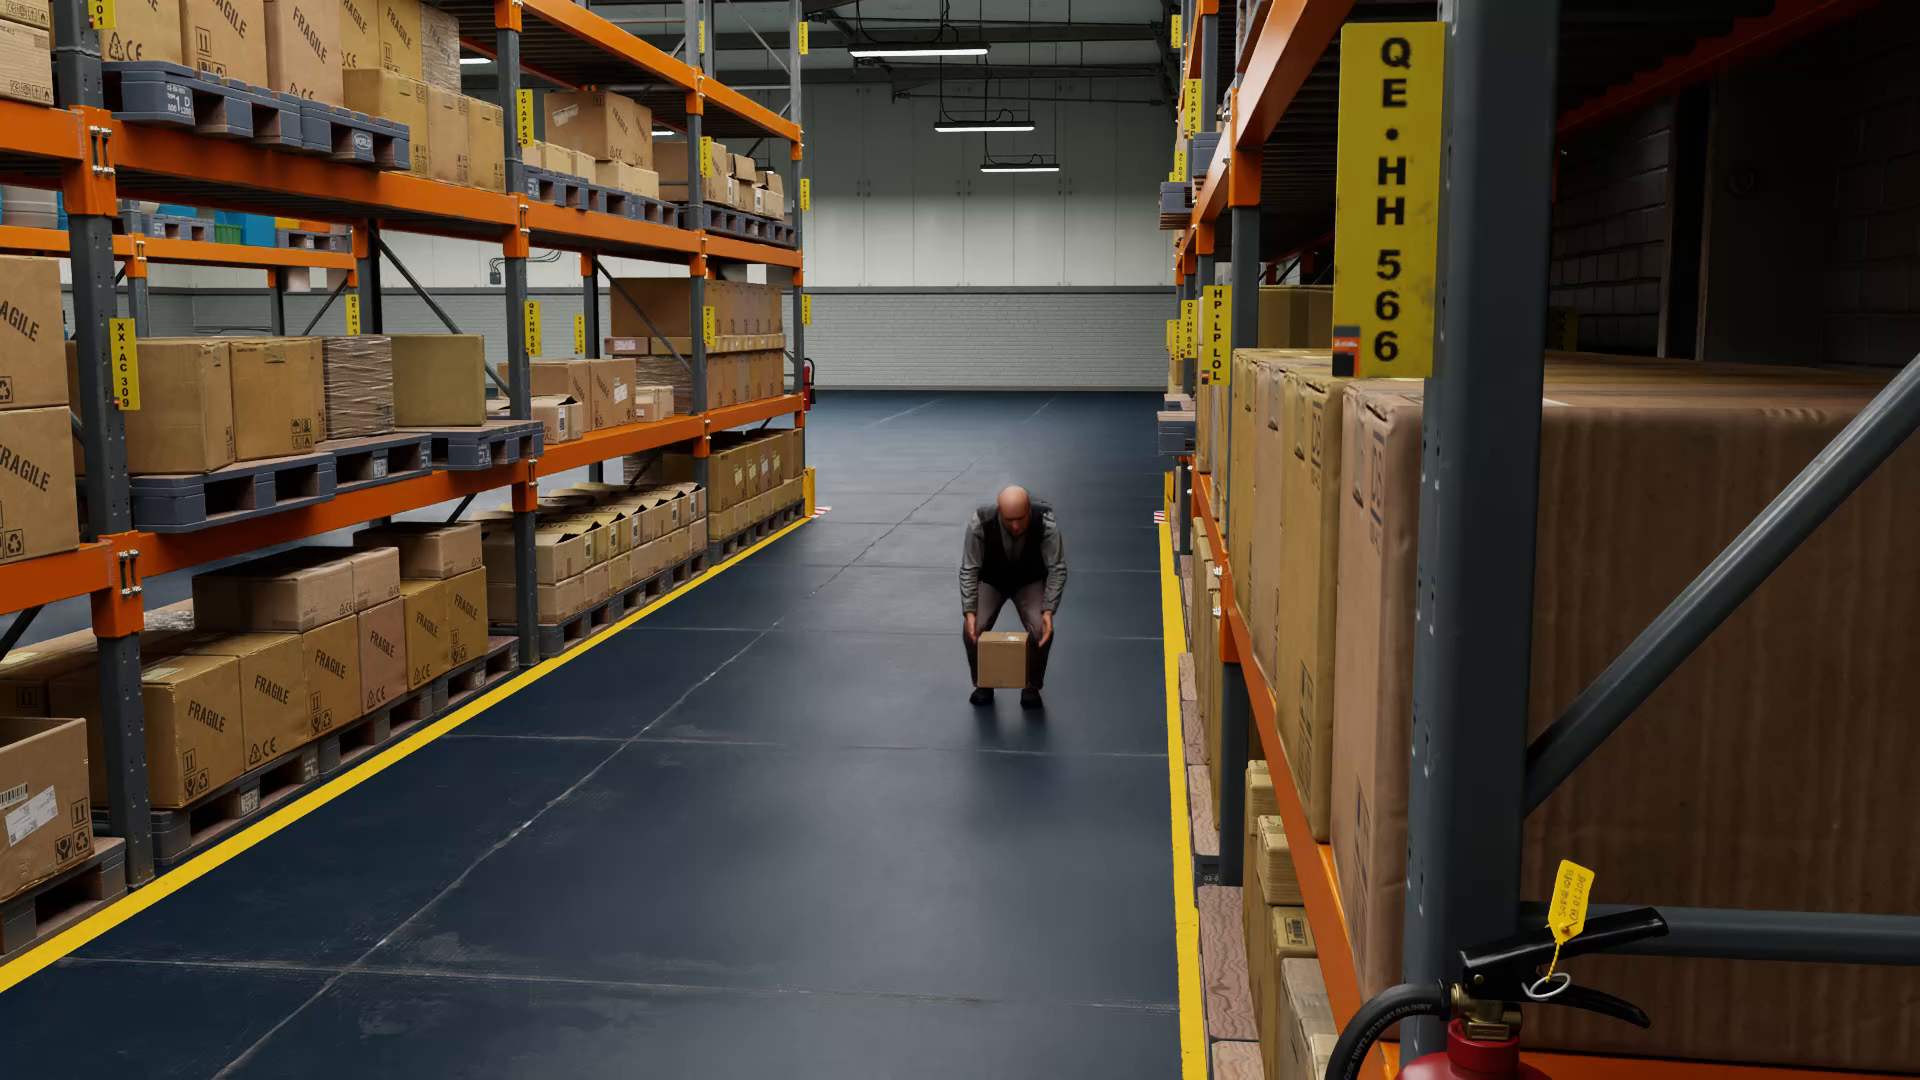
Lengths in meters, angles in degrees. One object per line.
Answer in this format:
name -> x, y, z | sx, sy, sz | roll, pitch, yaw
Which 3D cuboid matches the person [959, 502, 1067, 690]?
person -> 0.304, 0.303, 9.140 | 0.583, 1.073, 0.664 | 1, 8, 5
